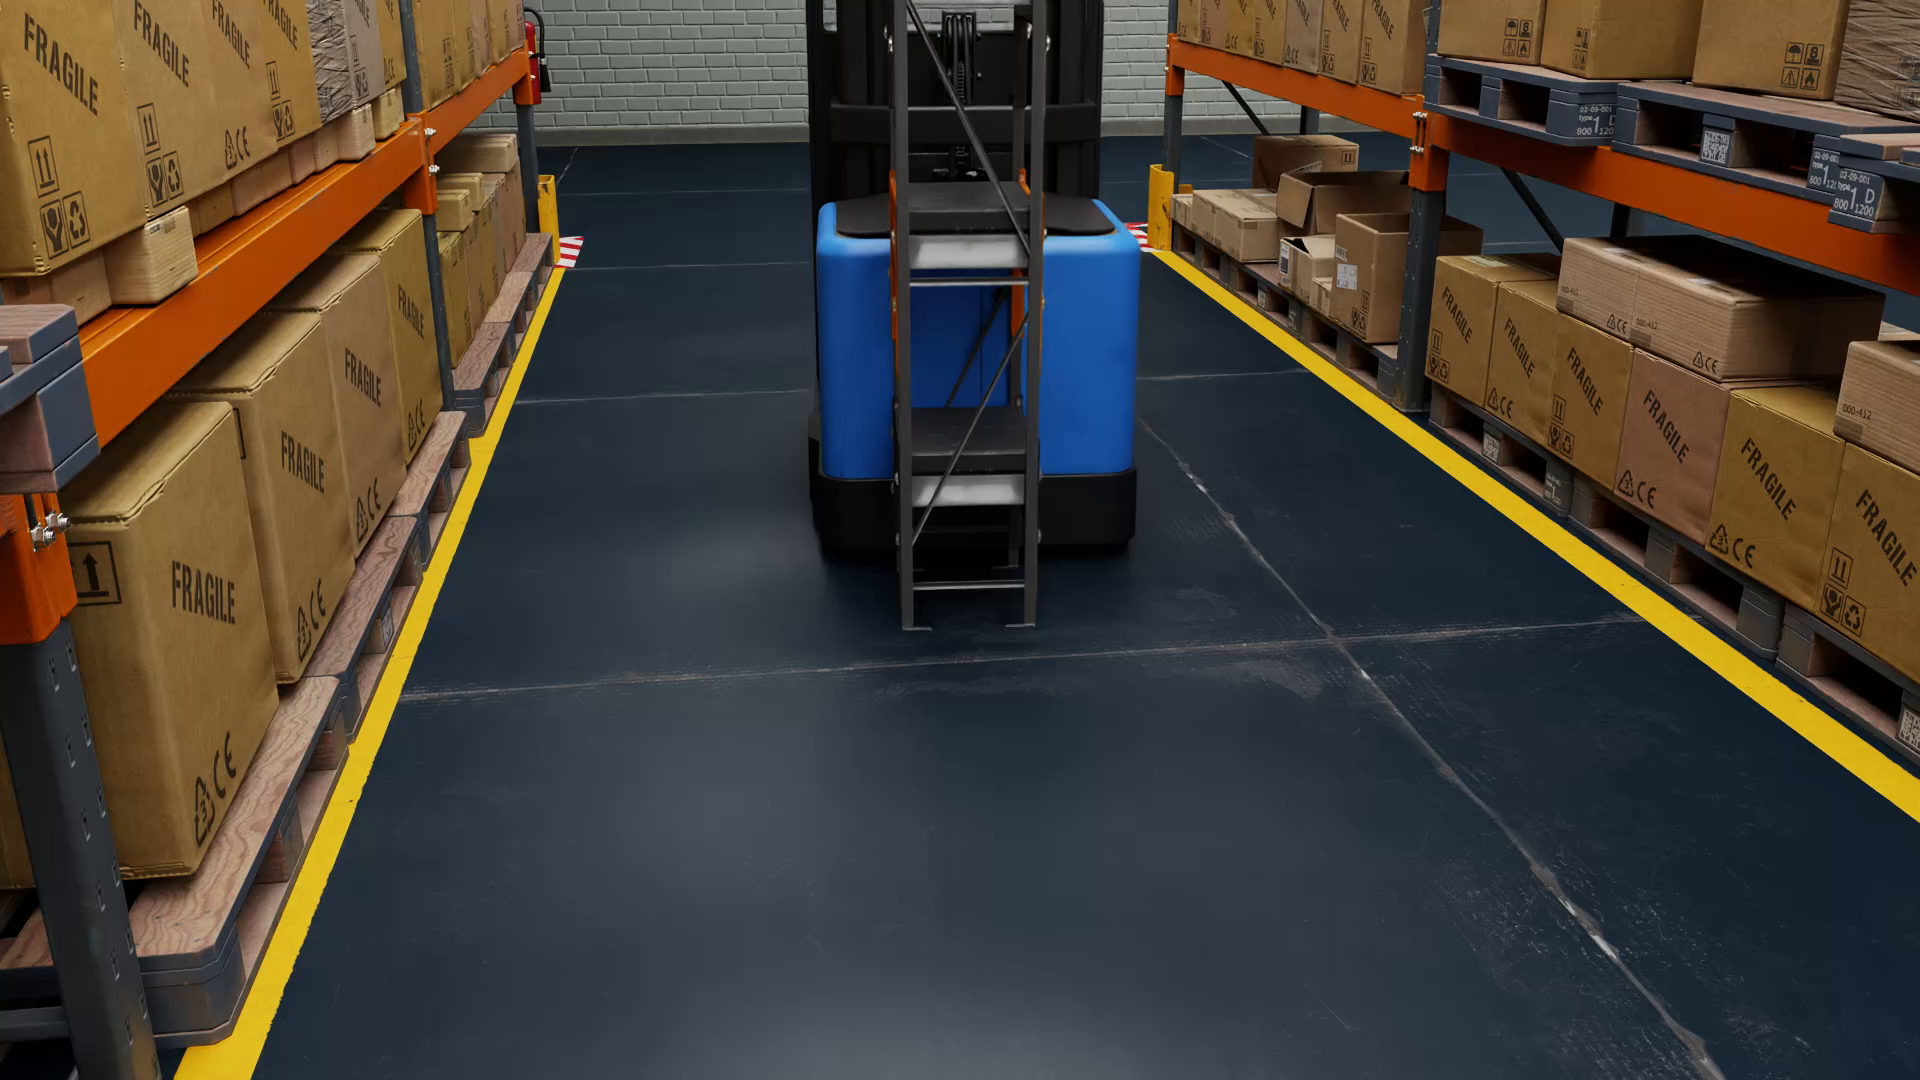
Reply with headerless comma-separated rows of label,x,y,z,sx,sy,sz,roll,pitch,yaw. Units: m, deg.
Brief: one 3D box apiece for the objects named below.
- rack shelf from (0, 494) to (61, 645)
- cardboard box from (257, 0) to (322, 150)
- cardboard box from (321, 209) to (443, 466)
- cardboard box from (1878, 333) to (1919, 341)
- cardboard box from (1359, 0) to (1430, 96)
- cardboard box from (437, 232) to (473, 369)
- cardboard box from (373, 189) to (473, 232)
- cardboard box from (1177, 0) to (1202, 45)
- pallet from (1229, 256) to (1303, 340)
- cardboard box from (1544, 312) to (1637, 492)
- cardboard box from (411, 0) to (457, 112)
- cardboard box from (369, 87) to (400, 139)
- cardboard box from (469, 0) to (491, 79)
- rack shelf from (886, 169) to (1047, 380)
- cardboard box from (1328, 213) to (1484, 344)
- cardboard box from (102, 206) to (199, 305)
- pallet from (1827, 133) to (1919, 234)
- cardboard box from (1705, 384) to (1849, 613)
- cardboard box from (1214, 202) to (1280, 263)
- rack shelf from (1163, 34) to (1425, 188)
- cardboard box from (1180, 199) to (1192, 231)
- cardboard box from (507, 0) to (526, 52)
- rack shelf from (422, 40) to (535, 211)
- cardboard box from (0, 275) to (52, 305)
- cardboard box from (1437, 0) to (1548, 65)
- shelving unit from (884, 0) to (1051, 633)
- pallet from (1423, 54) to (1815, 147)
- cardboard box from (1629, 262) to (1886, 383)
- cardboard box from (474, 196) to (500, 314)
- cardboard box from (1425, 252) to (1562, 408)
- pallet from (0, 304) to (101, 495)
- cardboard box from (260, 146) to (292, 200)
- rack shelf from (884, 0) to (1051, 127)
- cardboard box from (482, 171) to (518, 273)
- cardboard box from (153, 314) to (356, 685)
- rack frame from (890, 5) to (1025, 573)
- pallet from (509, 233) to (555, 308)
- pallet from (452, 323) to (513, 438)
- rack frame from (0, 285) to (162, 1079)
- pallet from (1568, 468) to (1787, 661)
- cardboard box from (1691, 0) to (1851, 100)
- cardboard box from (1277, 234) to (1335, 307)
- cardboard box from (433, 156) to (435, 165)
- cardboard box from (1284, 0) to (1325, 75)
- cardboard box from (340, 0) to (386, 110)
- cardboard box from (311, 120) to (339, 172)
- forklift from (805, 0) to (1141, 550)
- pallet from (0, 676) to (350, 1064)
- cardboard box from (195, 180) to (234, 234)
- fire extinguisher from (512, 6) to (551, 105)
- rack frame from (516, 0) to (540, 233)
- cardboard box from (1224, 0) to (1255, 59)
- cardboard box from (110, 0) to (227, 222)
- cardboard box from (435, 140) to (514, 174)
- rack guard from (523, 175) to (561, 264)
rack shelf,-1.645,0.674,0.652,1.077,0.370,4.000,-3,21,-8
cardboard box,-1.969,-1.265,4.221,0.500,0.500,0.500,-2,21,-6
cardboard box,-2.287,-0.711,5.806,0.750,0.750,0.750,-3,21,-7
cardboard box,2.957,-0.349,5.307,0.500,0.500,0.500,-4,21,-10
cardboard box,2.066,-2.198,7.172,0.500,0.500,0.500,-3,21,-7
cardboard box,-2.516,-1.030,7.159,0.700,0.500,0.500,-3,21,-7
cardboard box,-2.385,-1.462,7.388,0.380,0.149,0.250,-2,21,-6
cardboard box,1.618,-3.256,10.004,0.500,0.500,0.500,-2,21,-7
pallet,2.115,-1.346,9.019,1.003,0.211,1.213,-3,21,-8
cardboard box,2.373,-0.489,5.682,0.500,0.500,0.500,-3,21,-7
cardboard box,-2.572,-2.069,6.541,0.980,0.700,0.700,-3,21,-7
cardboard box,-2.121,-1.443,5.623,0.380,0.149,0.250,-3,21,-7
cardboard box,-2.786,-2.574,7.891,0.980,0.700,0.700,-4,21,-10
rack shelf,0.009,-0.786,4.858,0.431,0.518,0.480,-1,21,-4
cardboard box,2.029,-1.209,7.611,0.500,0.500,0.500,-3,21,-8
cardboard box,-1.733,-0.557,3.250,0.380,0.149,0.250,-2,21,-6
pallet,2.801,-0.748,3.705,1.213,0.211,1.003,-3,21,-8
cardboard box,2.527,-0.133,4.728,0.500,0.500,0.500,-4,21,-10
cardboard box,1.757,-1.745,9.403,0.500,0.250,0.500,-3,21,-8
rack shelf,2.104,-2.347,8.741,1.077,0.370,4.000,-3,21,-8
cardboard box,1.572,-2.006,10.221,0.380,0.166,0.250,-3,21,-8
cardboard box,-3.003,-3.090,9.272,0.980,0.700,0.700,-2,21,-5
rack shelf,-2.798,-2.096,8.068,1.077,0.370,4.000,-3,21,-8
cardboard box,-1.751,-0.373,2.757,0.380,0.149,0.250,-3,21,-9
cardboard box,2.239,-2.060,6.200,0.700,0.500,0.500,-10,23,-26
shelving unit,0.009,-0.799,4.854,0.431,2.100,0.503,-1,21,-4
pallet,2.399,-1.619,6.039,1.003,0.211,1.213,-3,21,-8
cardboard box,2.437,-0.678,5.117,0.500,0.250,0.500,-3,21,-9
cardboard box,-2.657,-1.382,8.101,0.700,0.500,0.500,-2,21,-6
cardboard box,2.220,-0.847,6.640,0.500,0.500,0.500,-4,21,-10
pallet,-1.725,-0.024,1.767,1.213,0.211,1.003,-3,21,-8
cardboard box,-2.014,-0.994,4.422,0.380,0.149,0.250,-2,21,-6
rack shelf,0.009,-1.442,4.613,0.431,0.518,0.480,-1,21,-4
cardboard box,-2.814,-1.740,9.061,0.700,0.500,0.500,-3,21,-8
cardboard box,-2.029,-0.110,4.195,0.750,0.750,0.750,-3,21,-8
rack frame,-0.008,-0.884,5.082,0.400,2.100,0.015,-1,21,-4
pallet,-2.893,-1.546,9.554,1.003,0.211,1.213,-3,21,-8
pallet,-2.542,-0.701,7.292,1.003,0.211,1.213,-3,21,-8
rack frame,-1.930,-0.355,2.381,0.949,2.616,0.053,-3,21,-8
pallet,2.726,0.018,5.366,1.003,0.211,1.213,-3,21,-8
cardboard box,2.708,-1.626,5.040,0.700,0.500,0.500,-8,22,-21
cardboard box,1.921,-1.380,8.339,0.500,0.311,0.500,-3,21,-8
cardboard box,-2.993,-1.989,8.799,0.380,0.149,0.250,-3,21,-7
cardboard box,1.914,-2.554,8.125,0.500,0.500,0.500,-2,21,-7
cardboard box,-2.110,-1.612,5.150,0.500,0.500,0.500,-3,21,-7
cardboard box,-2.062,-1.174,4.904,0.380,0.149,0.250,-3,21,-8
forklift,-0.037,-1.811,6.377,1.130,2.935,3.031,-1,21,-4
pallet,-1.972,0.674,3.609,1.003,0.211,1.213,-3,21,-8
cardboard box,-1.964,-0.817,3.946,0.380,0.149,0.250,-3,21,-7
fire extinguisher,-2.651,-2.990,10.077,0.296,0.674,0.183,-3,21,-8
rack frame,-3.086,-3.125,9.796,1.000,3.000,0.127,-3,21,-8
cardboard box,1.767,-2.904,9.061,0.500,0.500,0.500,-3,21,-8
cardboard box,-1.816,-0.914,3.279,0.500,0.500,0.500,-2,21,-6
cardboard box,-2.650,-2.094,9.080,0.380,0.149,0.250,-2,21,-6
rack guard,-3.090,-1.962,10.256,1.175,0.500,0.348,-3,21,-8
